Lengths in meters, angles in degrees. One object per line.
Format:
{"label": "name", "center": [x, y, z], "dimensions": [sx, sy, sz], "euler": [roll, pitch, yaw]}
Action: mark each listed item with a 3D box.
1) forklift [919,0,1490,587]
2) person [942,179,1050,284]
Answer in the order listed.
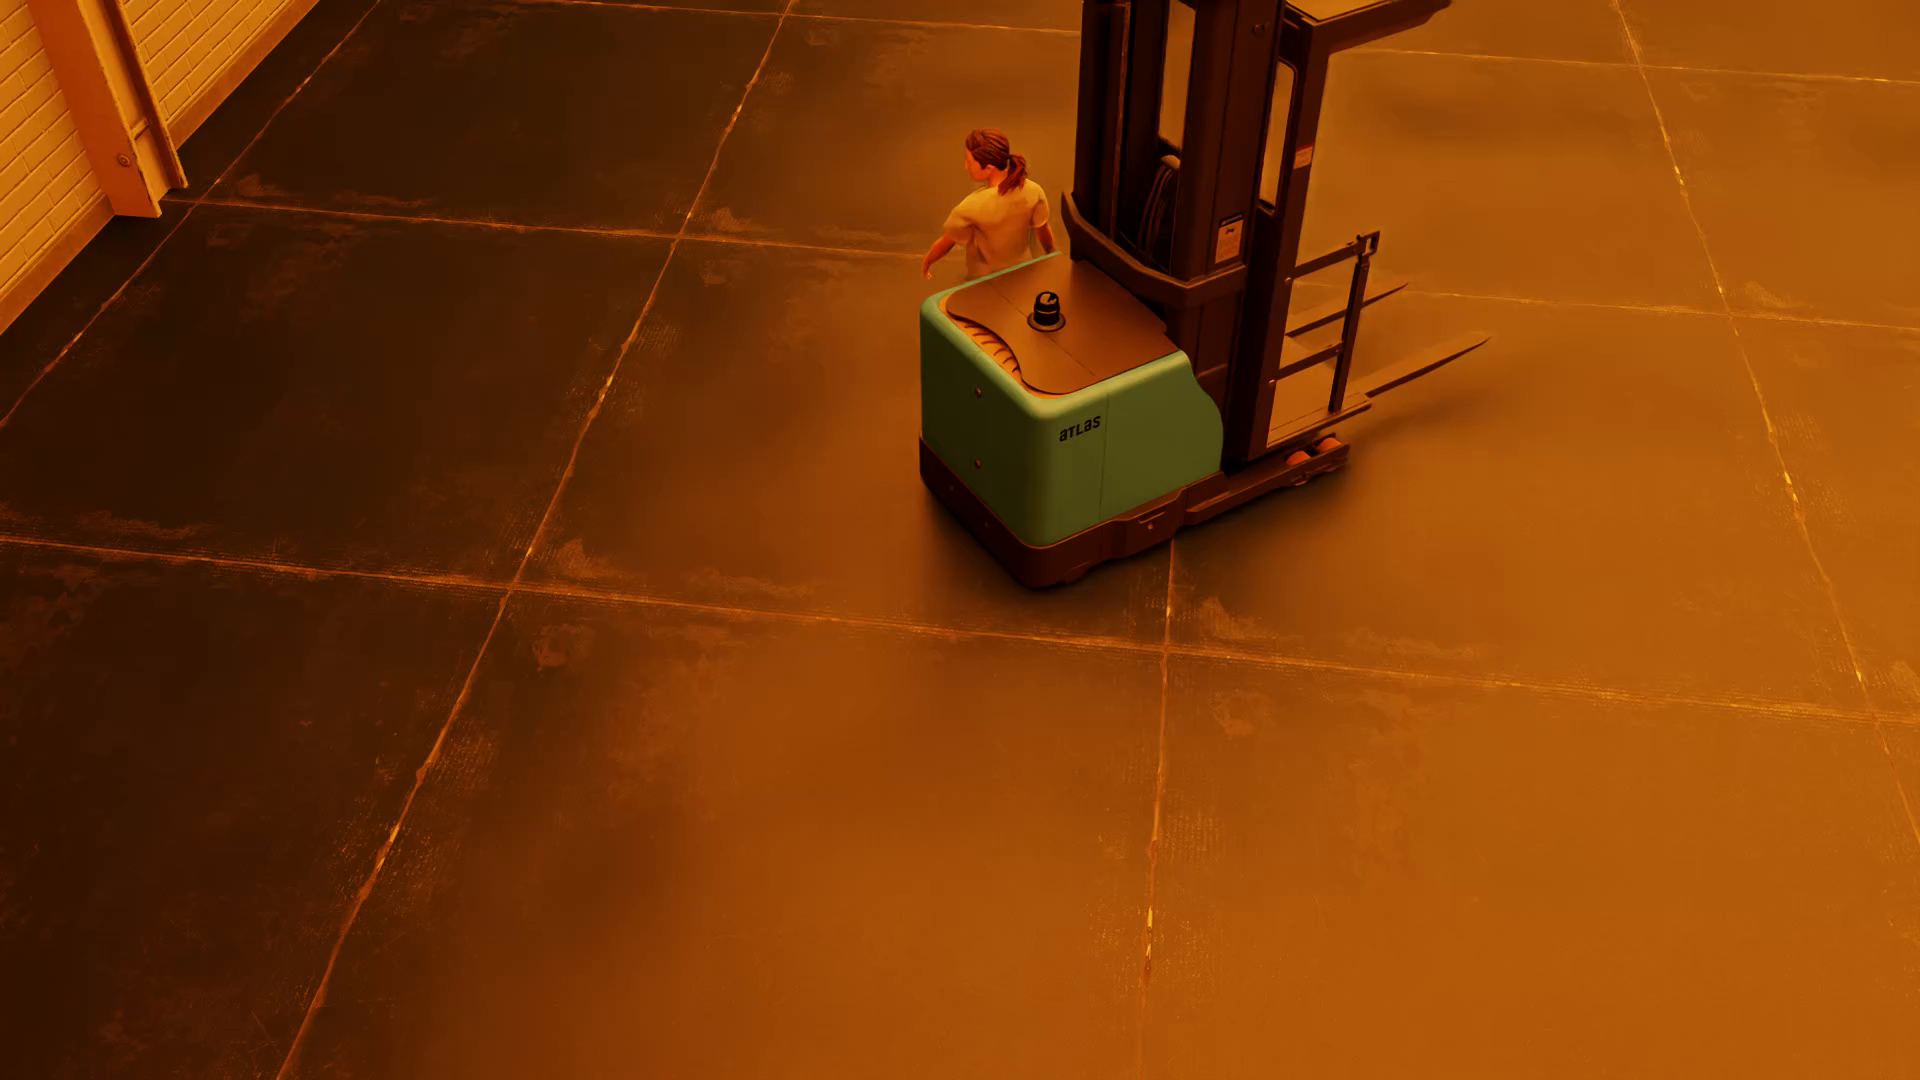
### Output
{"label": "forklift", "center": [1.325, -1.630, 7.498], "dimensions": [3.031, 2.935, 1.130], "euler": [-23, 47, -23]}
{"label": "person", "center": [0.160, -1.192, 8.132], "dimensions": [0.517, 1.340, 0.647], "euler": [-24, 48, -24]}
